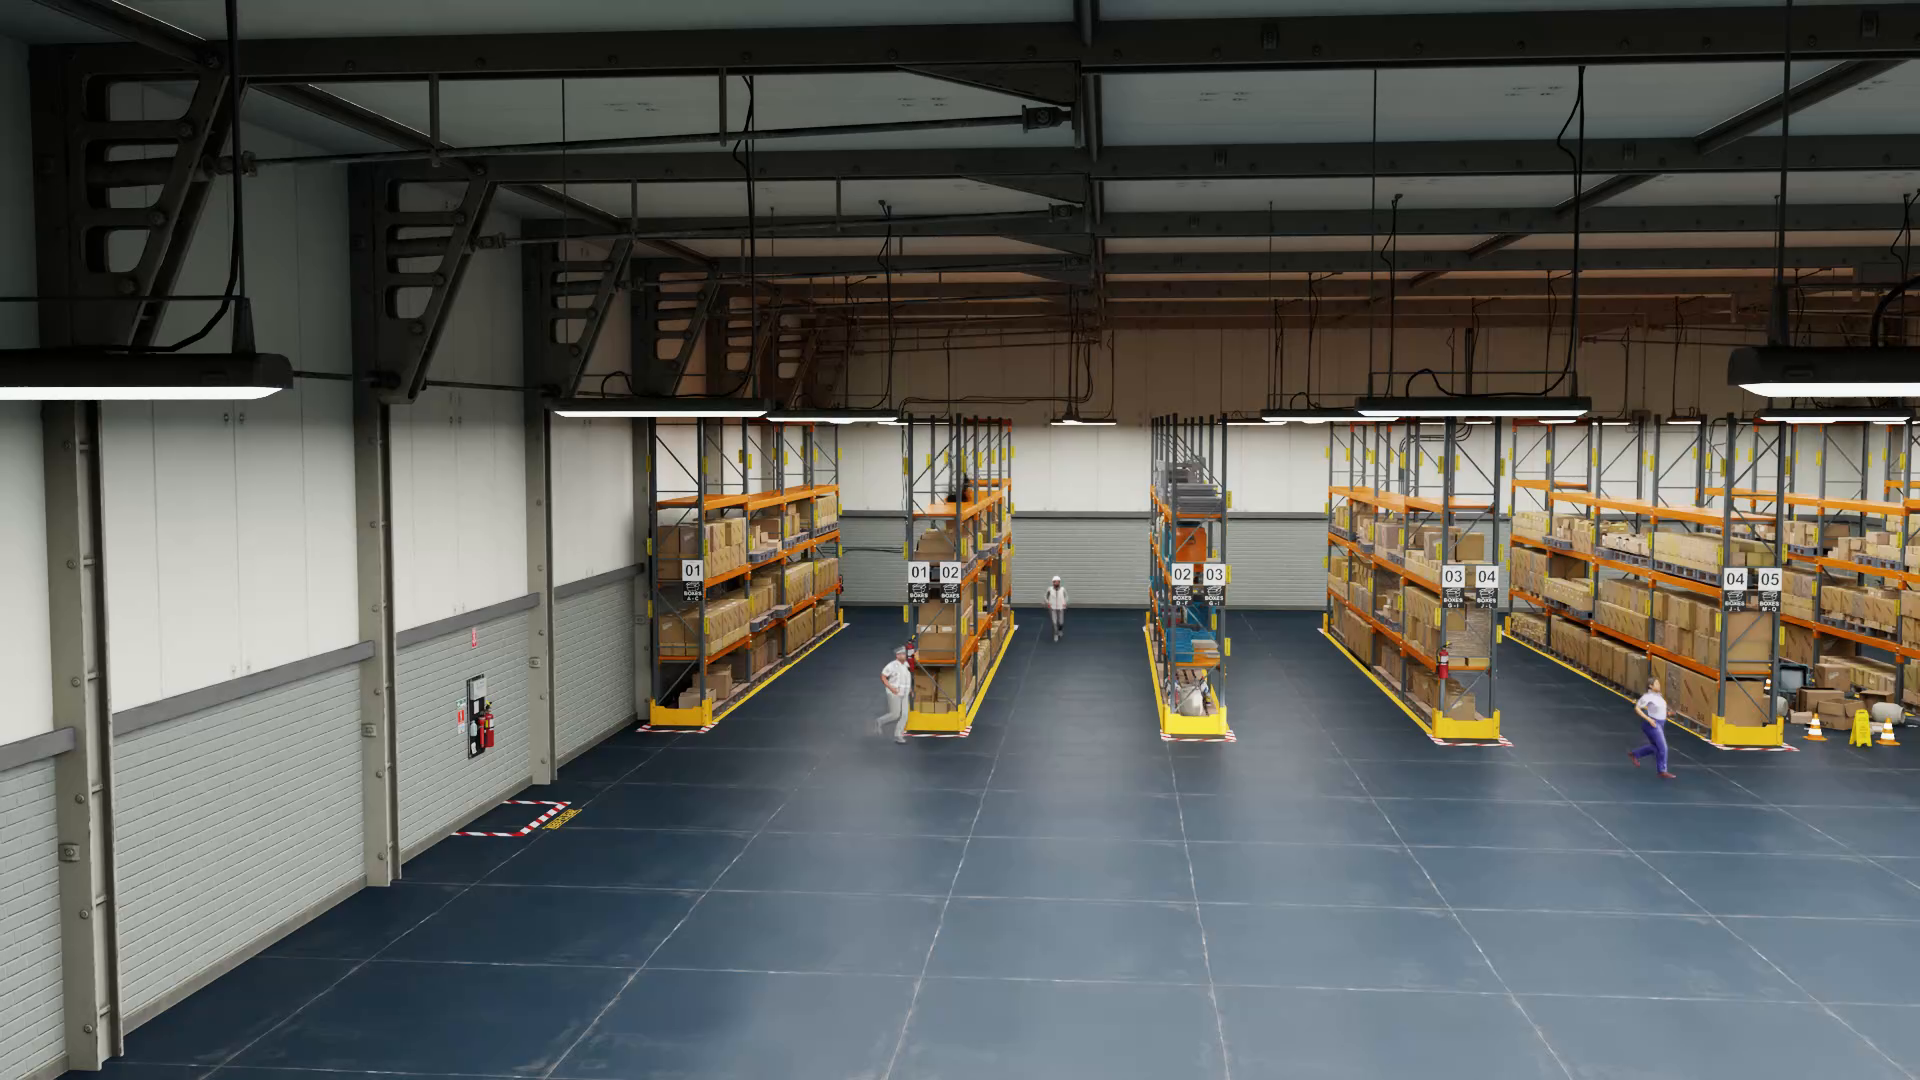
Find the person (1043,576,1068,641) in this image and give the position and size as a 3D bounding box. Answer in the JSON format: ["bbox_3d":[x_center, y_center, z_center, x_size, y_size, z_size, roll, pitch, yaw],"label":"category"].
[{"bbox_3d":[2.585,1.843,44.861,0.680,1.746,0.579,0,4,-1],"label":"person"}]

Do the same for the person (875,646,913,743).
[{"bbox_3d":[-1.118,2.808,30.533,0.766,1.721,0.714,4,5,44],"label":"person"}]

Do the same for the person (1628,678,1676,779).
[{"bbox_3d":[11.391,3.081,27.368,0.843,1.595,0.621,4,5,45],"label":"person"}]
